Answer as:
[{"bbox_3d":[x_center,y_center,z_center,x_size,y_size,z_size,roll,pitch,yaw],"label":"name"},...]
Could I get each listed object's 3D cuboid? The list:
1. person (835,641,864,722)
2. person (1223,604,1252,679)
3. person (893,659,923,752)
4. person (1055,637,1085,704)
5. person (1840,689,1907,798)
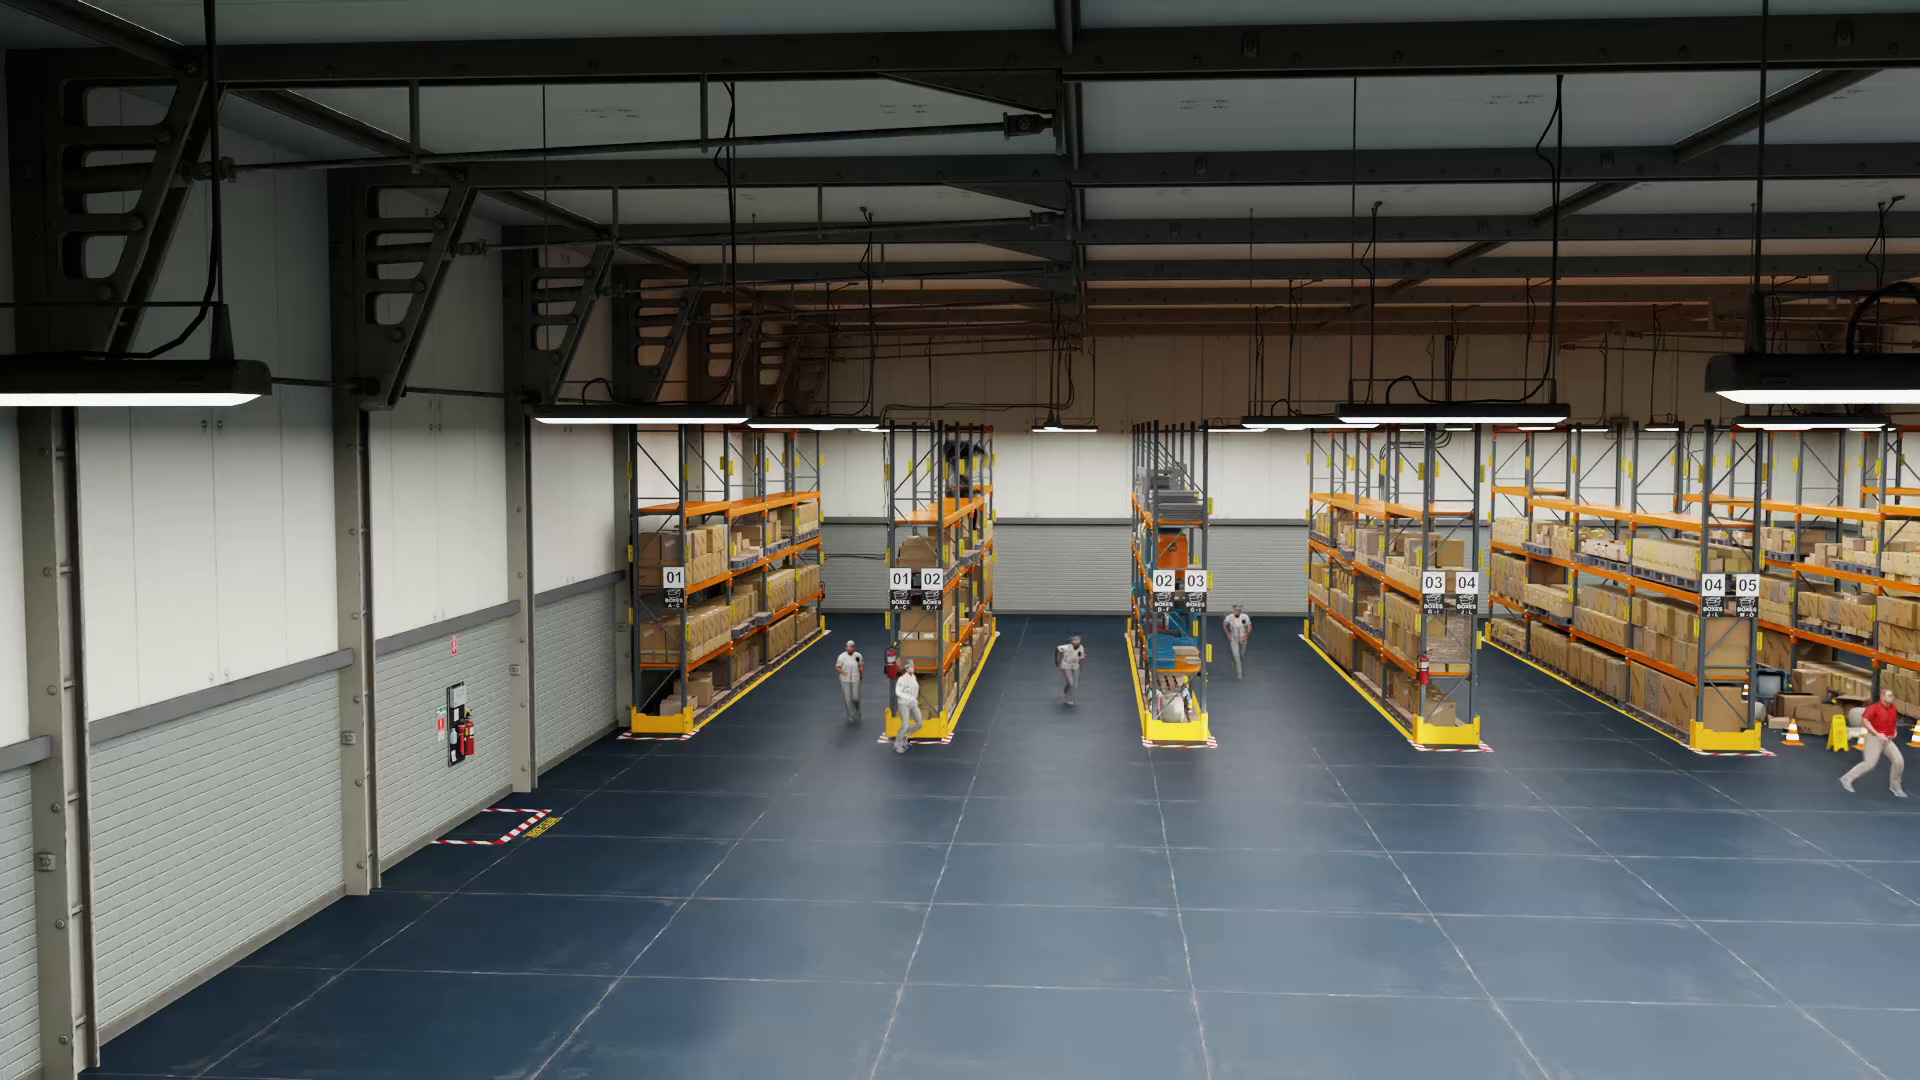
[{"bbox_3d":[-2.177,2.815,33.007,0.584,1.633,0.573,0,4,-6],"label":"person"},{"bbox_3d":[6.577,2.379,39.496,0.663,1.777,1.033,0,4,-1],"label":"person"},{"bbox_3d":[-0.902,2.988,30.088,0.546,1.670,0.627,3,5,40],"label":"person"},{"bbox_3d":[2.317,2.758,35.127,0.602,1.487,0.847,-1,4,-17],"label":"person"},{"bbox_3d":[14.585,3.225,26.440,0.905,1.736,0.757,-2,4,-26],"label":"person"}]
